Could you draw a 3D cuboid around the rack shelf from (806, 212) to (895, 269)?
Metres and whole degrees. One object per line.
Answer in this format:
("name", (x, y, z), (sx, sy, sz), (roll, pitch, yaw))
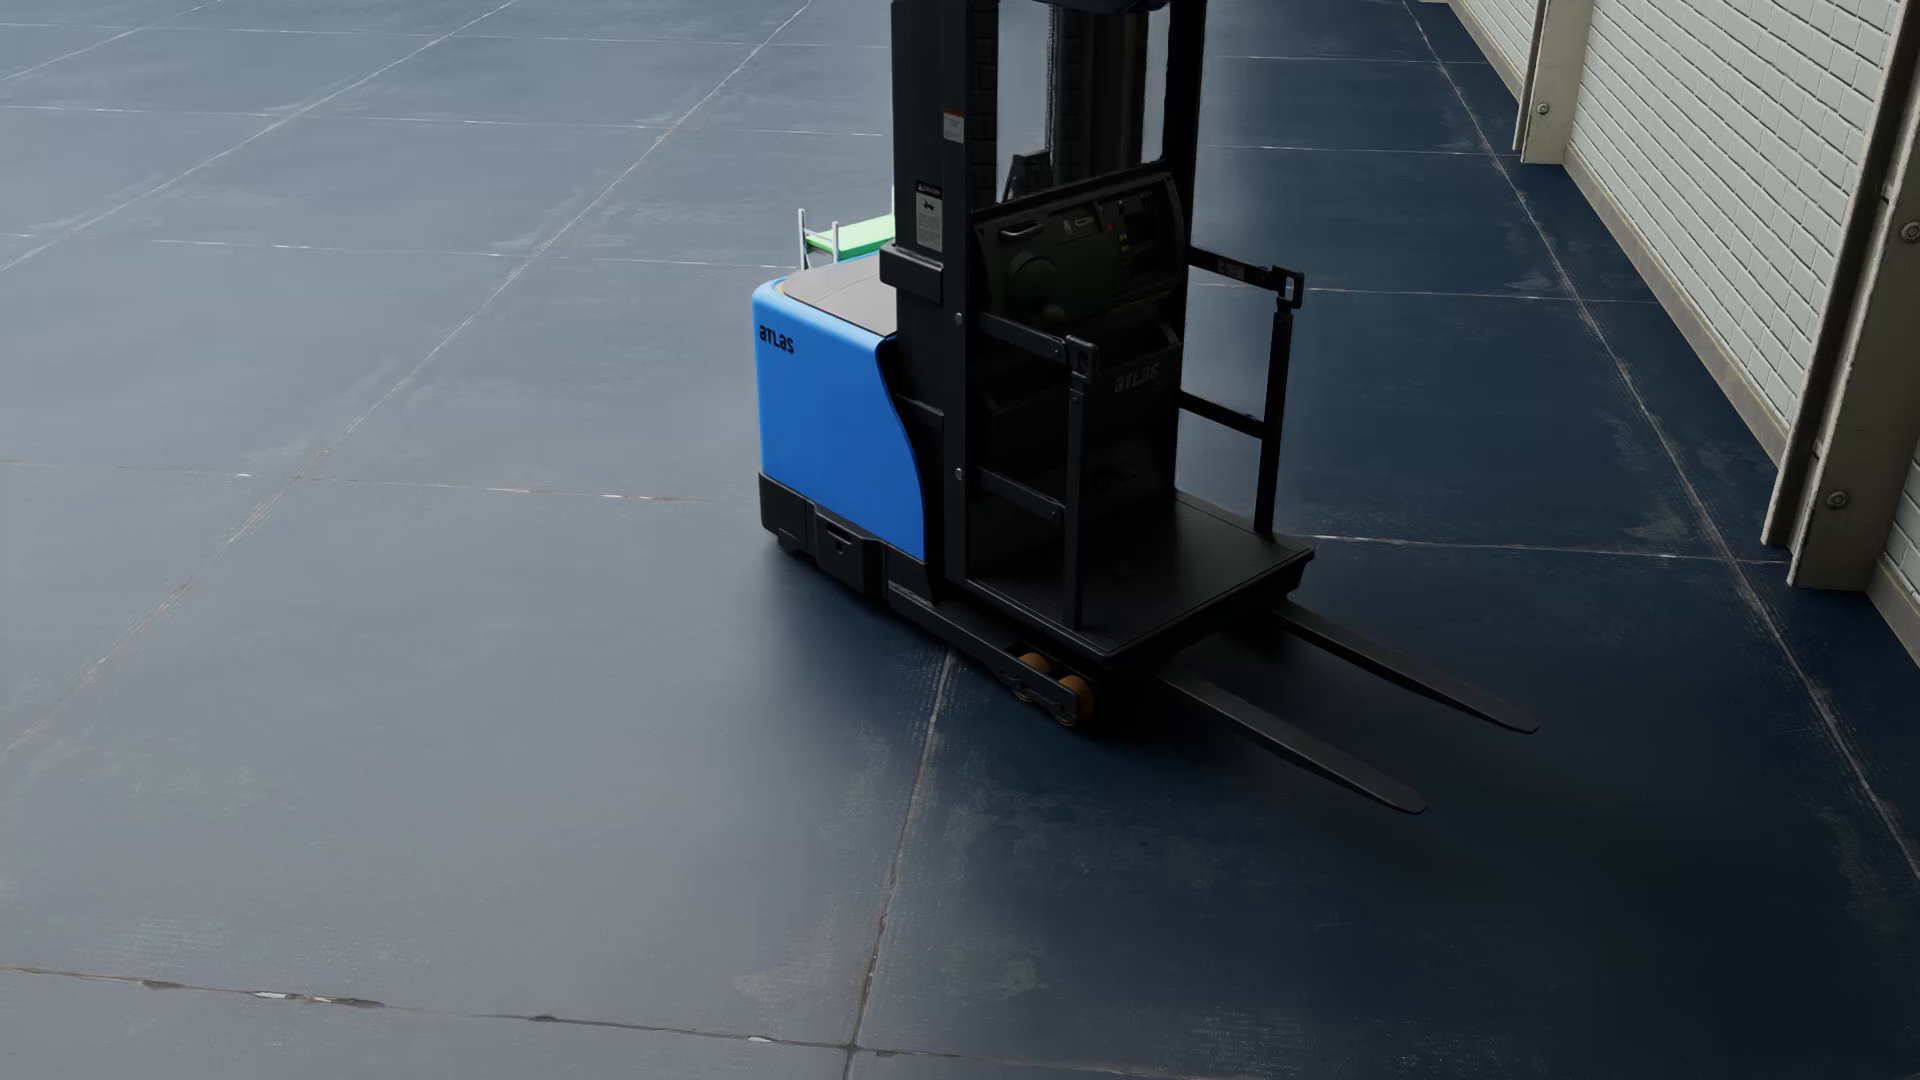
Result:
("rack shelf", (-0.383, -1.205, 6.844), (0.480, 0.148, 0.258), (-23, 36, -36))

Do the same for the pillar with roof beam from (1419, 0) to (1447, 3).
("pillar with roof beam", (0.579, -9.764, 15.386), (9.100, 9.000, 0.400), (3, 28, 6))

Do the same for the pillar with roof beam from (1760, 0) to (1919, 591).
("pillar with roof beam", (-0.891, -4.115, 4.901), (9.100, 9.000, 0.400), (3, 28, 6))

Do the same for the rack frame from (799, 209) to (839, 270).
("rack frame", (-0.564, -0.761, 6.897), (0.015, 1.200, 0.240), (-23, 36, -36))

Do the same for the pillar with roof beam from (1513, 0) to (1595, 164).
("pillar with roof beam", (-0.156, -6.940, 10.143), (9.100, 9.000, 0.400), (3, 28, 6))

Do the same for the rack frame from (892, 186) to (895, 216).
("rack frame", (-0.202, -0.916, 7.185), (0.015, 1.200, 0.240), (-23, 36, -36))

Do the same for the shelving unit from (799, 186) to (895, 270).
("shelving unit", (-0.383, -0.838, 7.041), (0.503, 1.200, 0.258), (-23, 36, -36))

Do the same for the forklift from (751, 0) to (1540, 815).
("forklift", (0.555, -0.940, 5.404), (1.130, 2.935, 3.031), (-23, 36, -36))
